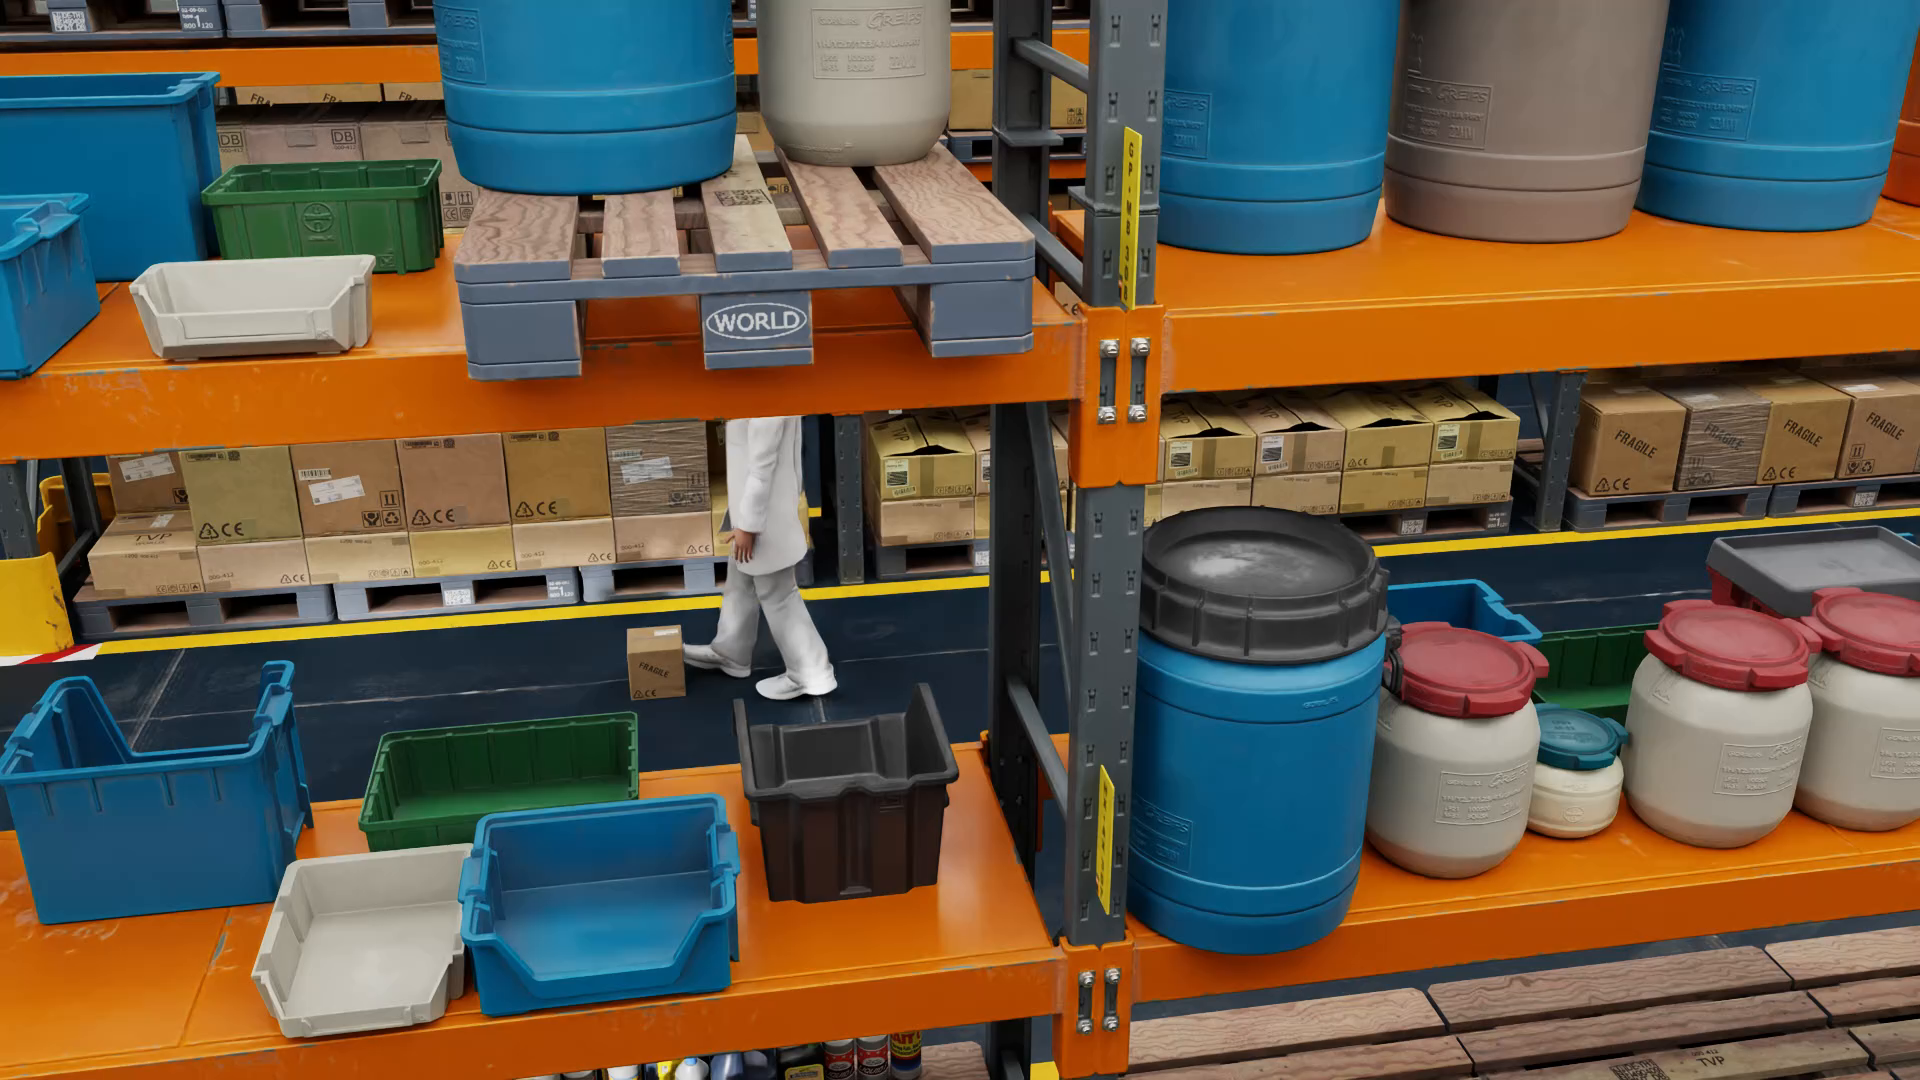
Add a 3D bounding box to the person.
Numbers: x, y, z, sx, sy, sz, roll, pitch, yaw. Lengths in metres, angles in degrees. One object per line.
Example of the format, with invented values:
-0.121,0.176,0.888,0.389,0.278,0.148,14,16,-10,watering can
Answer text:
-0.958,-0.132,7.417,0.798,1.775,0.613,1,23,3,person
